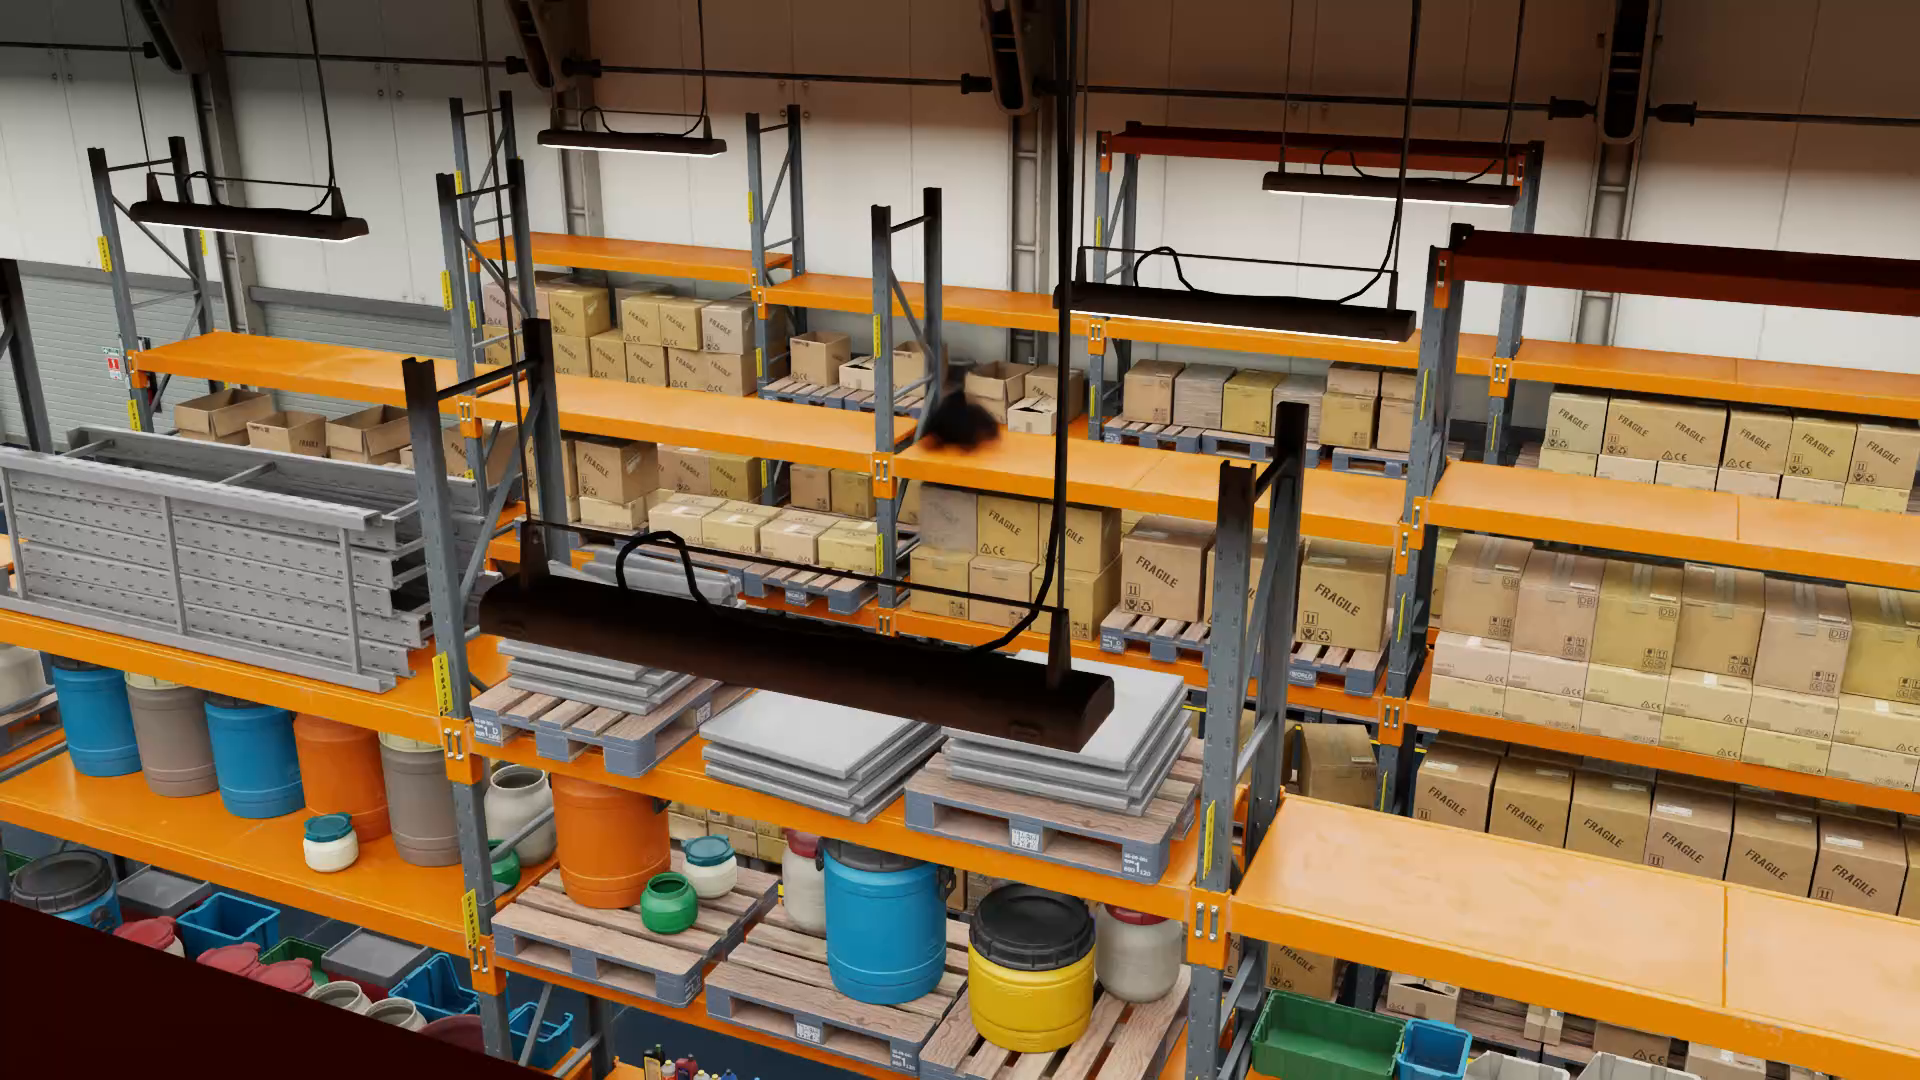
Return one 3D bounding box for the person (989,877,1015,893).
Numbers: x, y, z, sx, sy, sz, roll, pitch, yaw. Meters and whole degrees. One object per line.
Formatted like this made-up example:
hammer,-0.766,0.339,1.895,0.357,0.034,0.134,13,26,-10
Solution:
person,0.455,3.152,12.003,0.739,1.581,0.560,13,24,32
